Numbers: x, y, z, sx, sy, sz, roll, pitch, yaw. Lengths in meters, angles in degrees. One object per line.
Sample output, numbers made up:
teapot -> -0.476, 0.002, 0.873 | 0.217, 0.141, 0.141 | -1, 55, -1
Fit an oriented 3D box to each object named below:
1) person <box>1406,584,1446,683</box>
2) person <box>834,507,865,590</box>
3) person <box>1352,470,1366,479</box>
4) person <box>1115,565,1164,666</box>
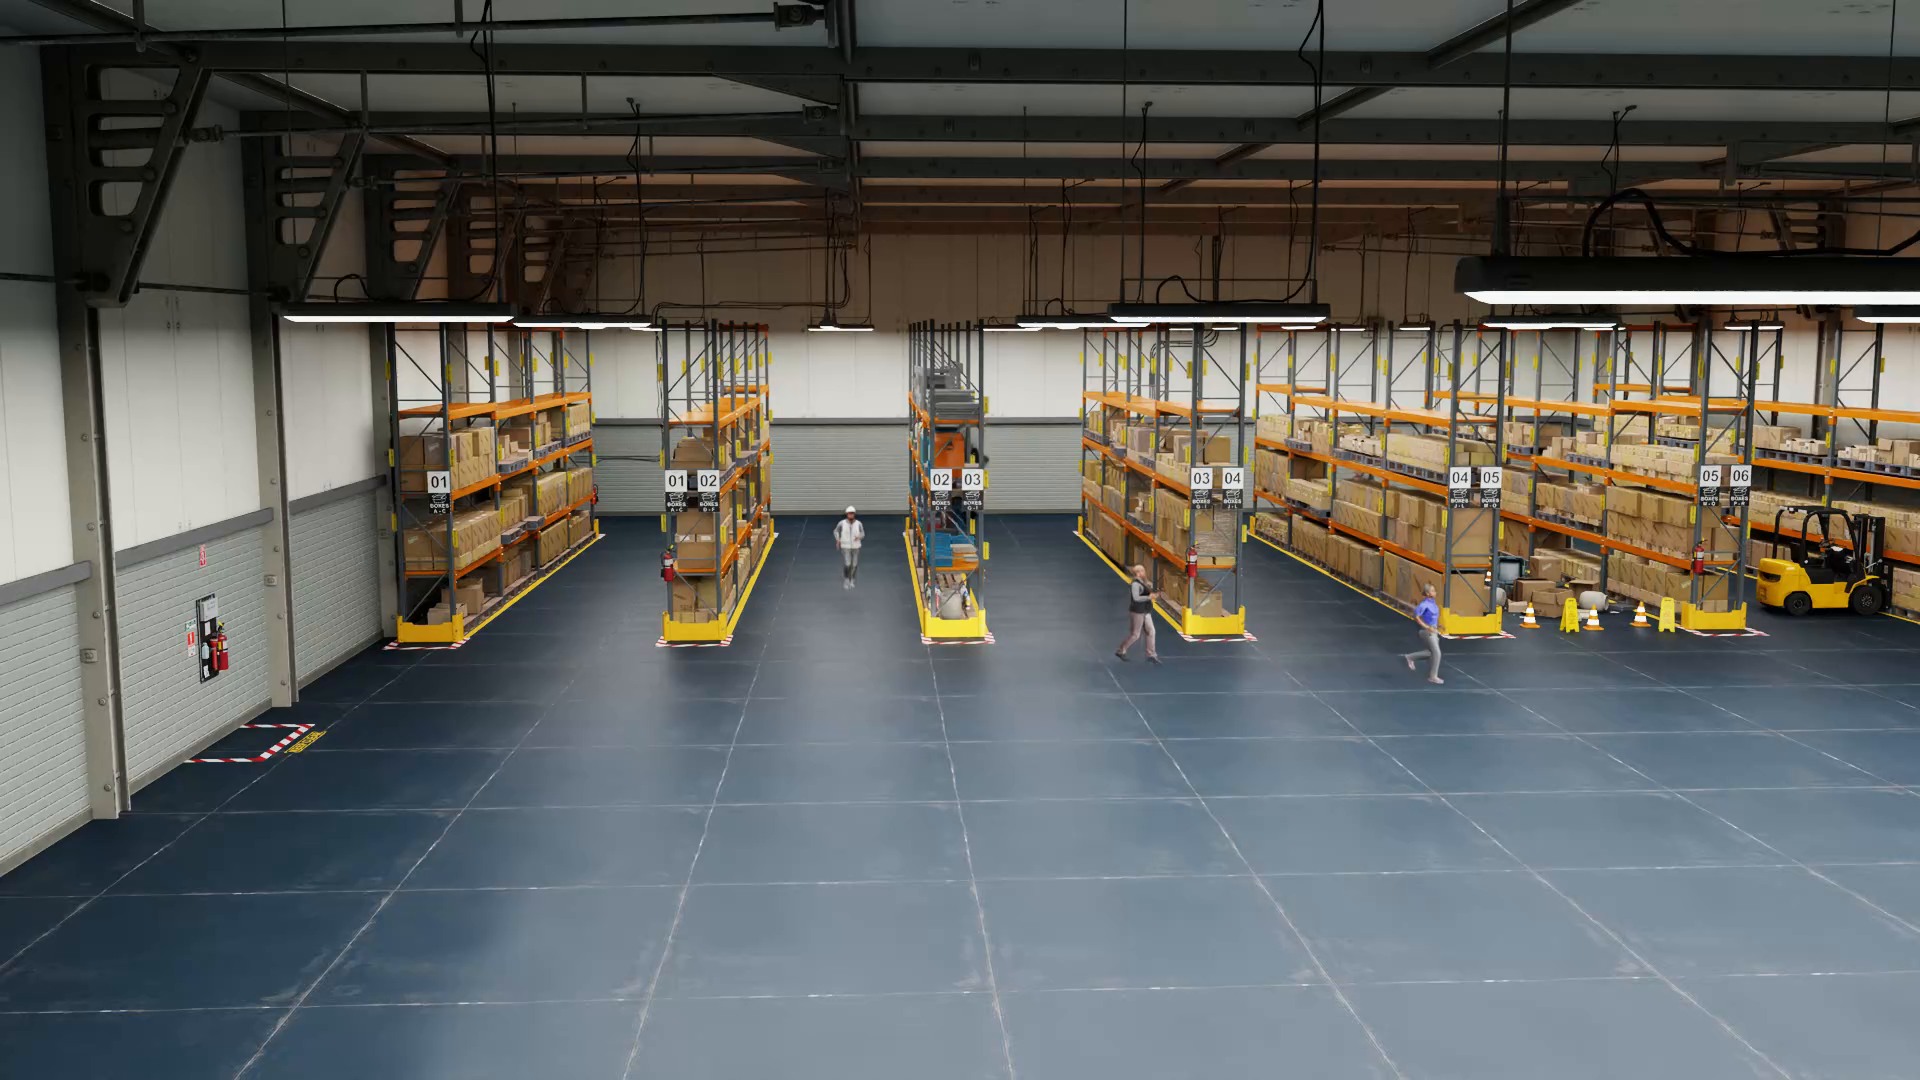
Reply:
person -> 7.700, 1.548, 27.526 | 0.686, 1.620, 0.577 | 5, 8, 33
person -> -2.342, 0.184, 35.562 | 0.639, 1.793, 0.649 | -2, 7, -13
person -> 11.849, -1.258, 49.450 | 0.870, 1.854, 0.735 | 0, 7, -1
person -> 3.104, 1.304, 28.796 | 0.837, 1.760, 0.647 | 3, 8, 23
